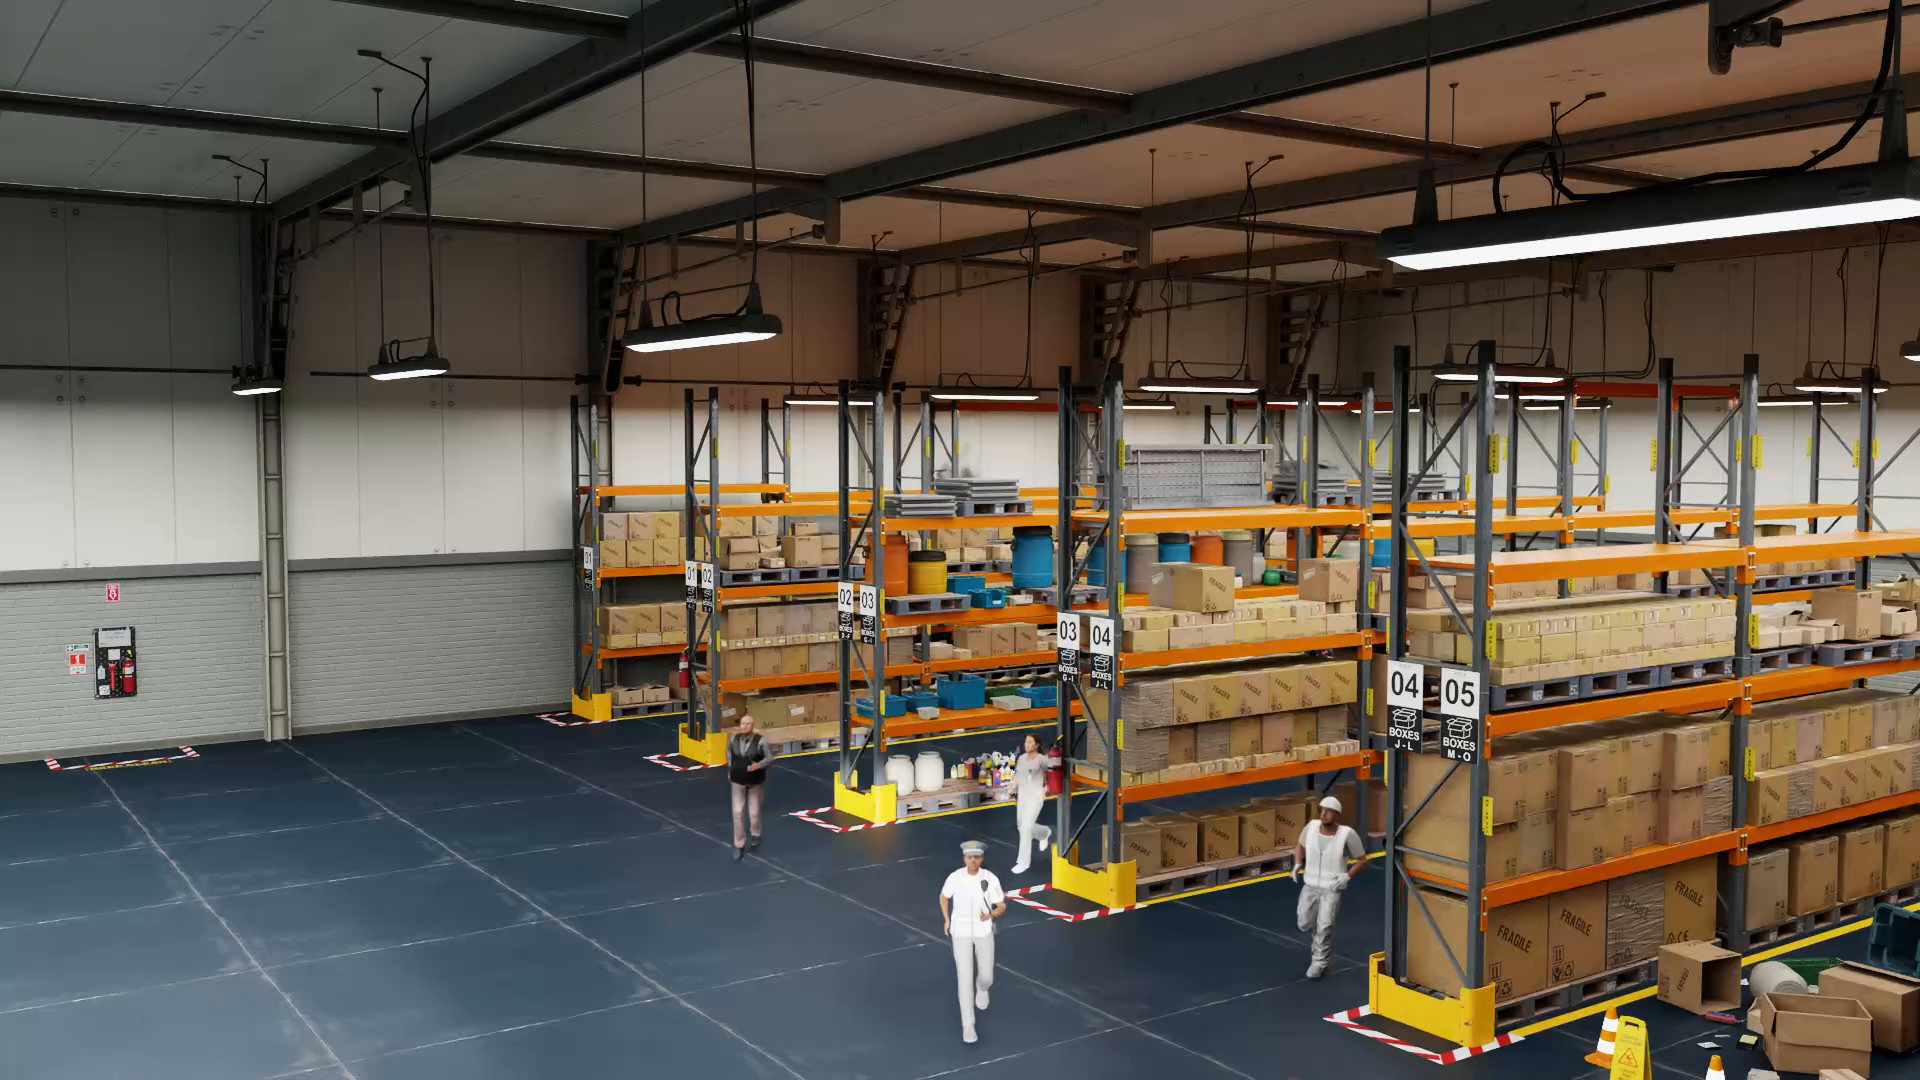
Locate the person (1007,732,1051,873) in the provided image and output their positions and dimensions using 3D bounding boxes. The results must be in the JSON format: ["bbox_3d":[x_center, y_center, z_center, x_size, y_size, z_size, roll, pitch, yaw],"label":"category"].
[{"bbox_3d":[0.900,3.144,20.104,0.565,1.654,0.791,3,4,40],"label":"person"}]

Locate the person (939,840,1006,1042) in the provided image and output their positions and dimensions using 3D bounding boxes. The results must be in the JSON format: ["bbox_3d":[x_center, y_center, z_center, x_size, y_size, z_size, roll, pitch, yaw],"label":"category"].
[{"bbox_3d":[0.109,3.442,14.541,0.587,1.671,0.831,0,3,0],"label":"person"}]

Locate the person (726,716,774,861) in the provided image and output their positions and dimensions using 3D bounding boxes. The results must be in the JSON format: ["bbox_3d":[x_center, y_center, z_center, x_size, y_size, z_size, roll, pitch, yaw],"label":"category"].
[{"bbox_3d":[-2.625,3.062,20.728,0.644,1.773,0.793,0,3,1],"label":"person"}]

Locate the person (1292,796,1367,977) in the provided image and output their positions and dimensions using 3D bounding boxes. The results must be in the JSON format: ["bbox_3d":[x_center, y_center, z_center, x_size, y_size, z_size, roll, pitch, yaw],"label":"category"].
[{"bbox_3d":[3.580,3.334,16.108,0.714,1.738,0.584,2,4,35],"label":"person"}]
